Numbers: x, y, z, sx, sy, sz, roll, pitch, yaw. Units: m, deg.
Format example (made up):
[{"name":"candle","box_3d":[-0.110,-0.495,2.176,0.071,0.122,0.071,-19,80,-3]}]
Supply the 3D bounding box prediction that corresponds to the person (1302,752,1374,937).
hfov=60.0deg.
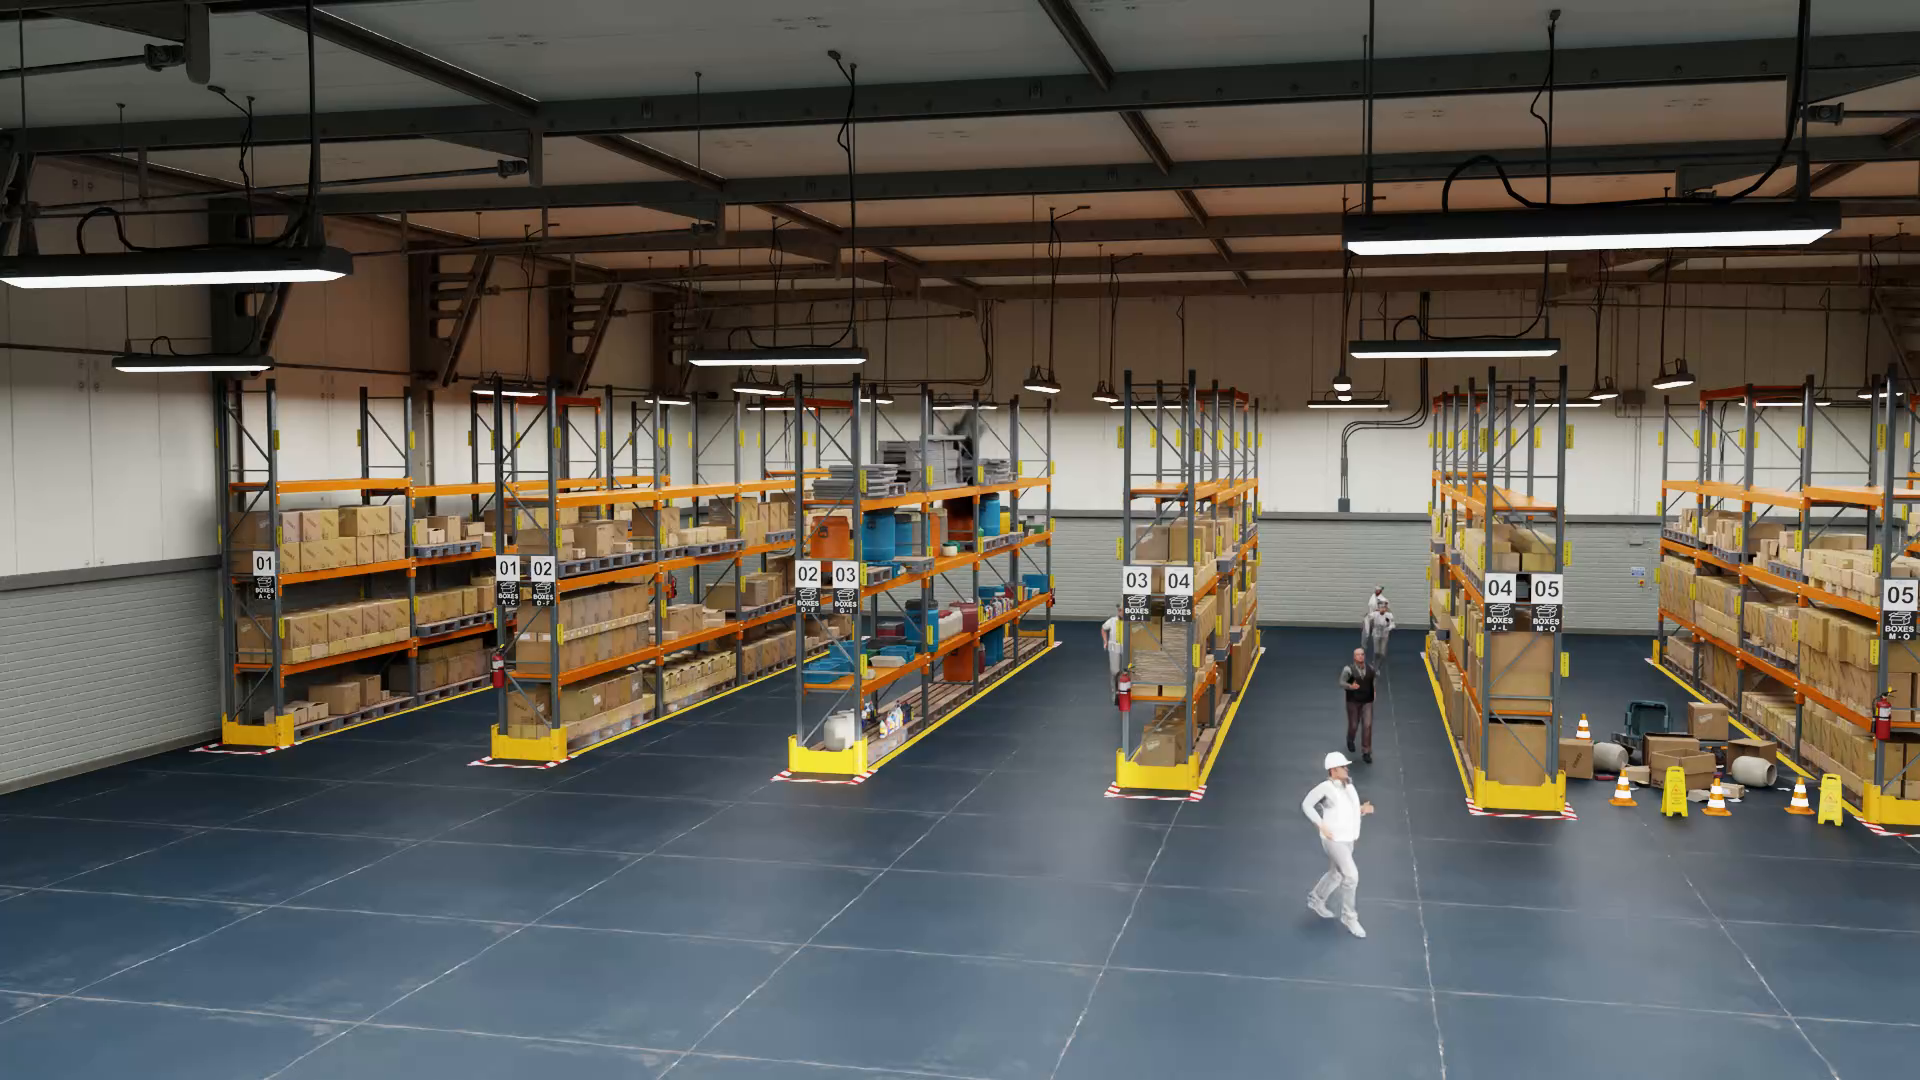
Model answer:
[{"name":"person","box_3d":[3.876,3.086,17.054,0.747,1.825,0.643,3,5,41]}]

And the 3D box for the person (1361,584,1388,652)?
[{"name":"person","box_3d":[9.774,1.845,38.988,0.805,1.651,0.618,-2,4,-33]}]

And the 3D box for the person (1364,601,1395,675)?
[{"name":"person","box_3d":[8.940,2.086,35.366,0.603,1.618,0.654,0,3,3]}]

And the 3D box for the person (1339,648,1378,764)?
[{"name":"person","box_3d":[6.244,2.558,26.001,0.657,1.721,0.950,0,3,1]}]

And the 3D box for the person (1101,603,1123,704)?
[{"name":"person","box_3d":[2.906,2.047,30.106,0.652,1.841,0.648,0,3,0]}]
